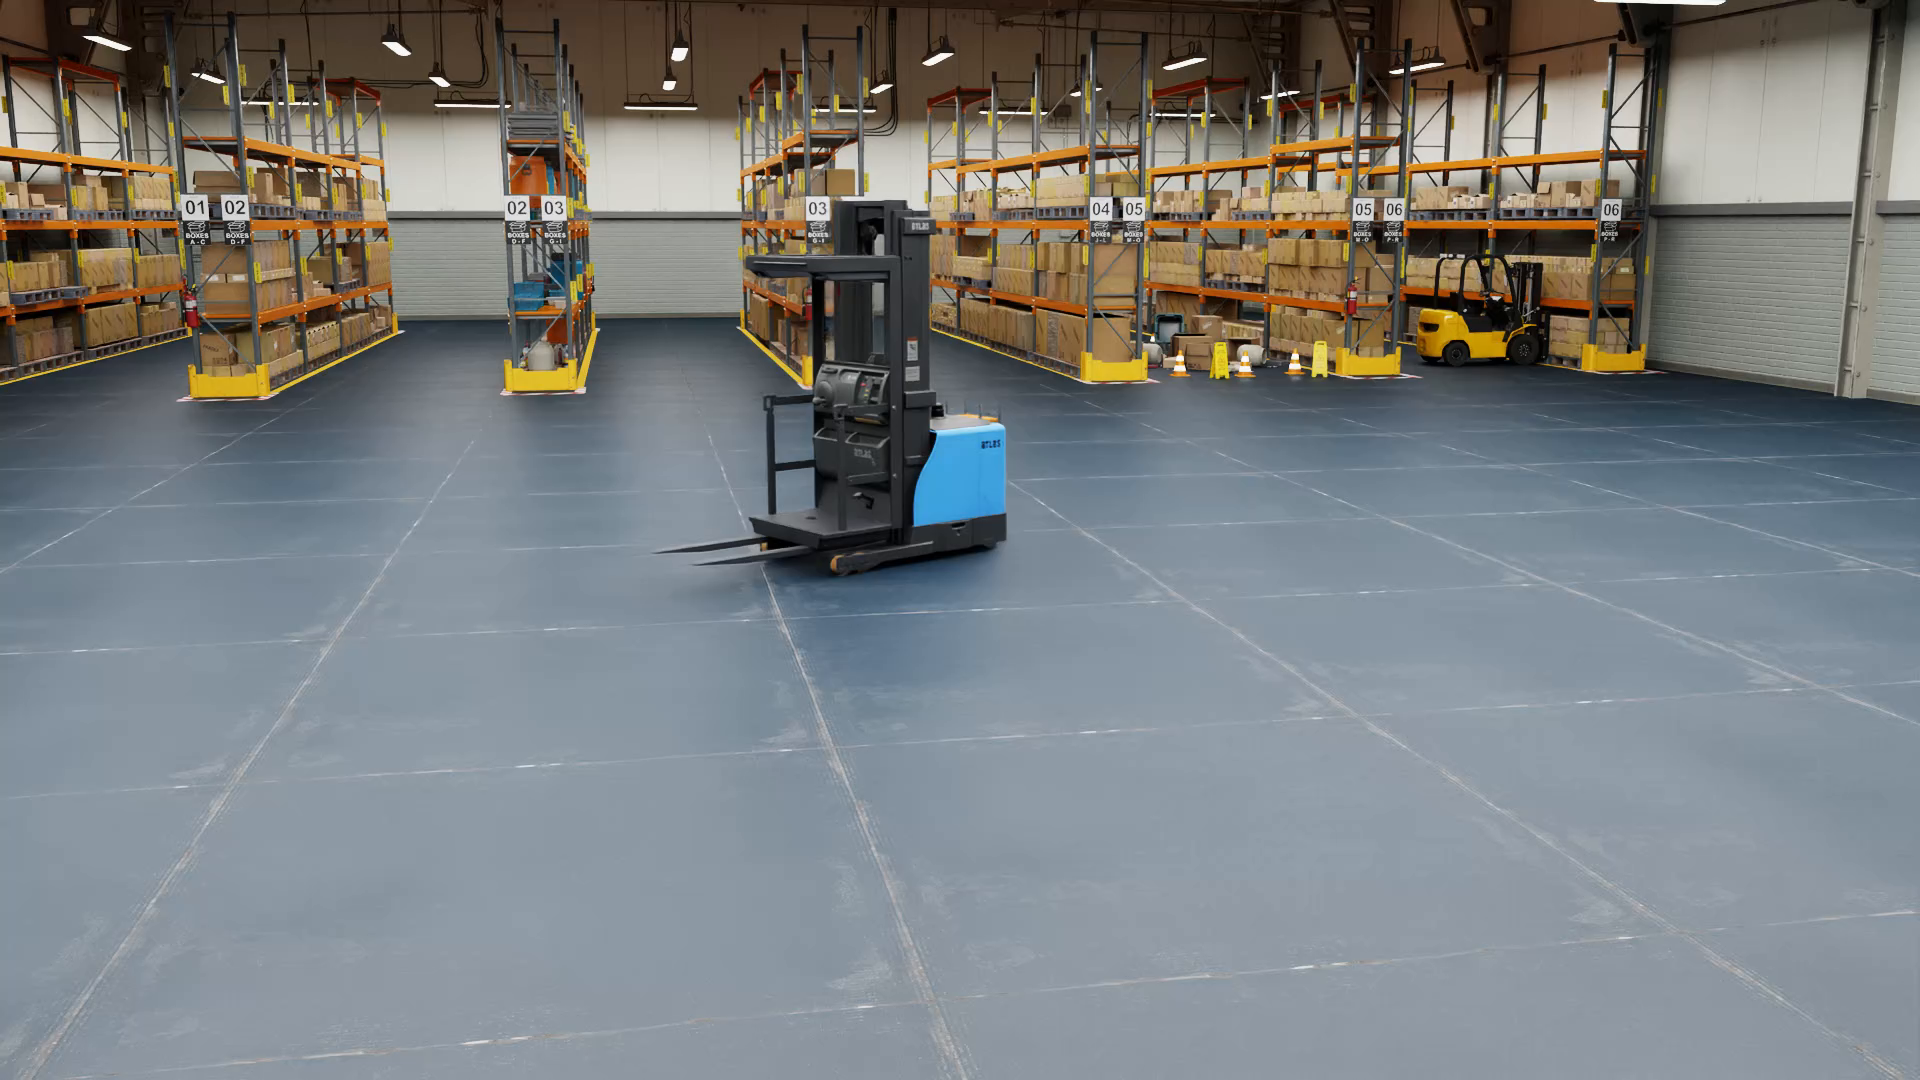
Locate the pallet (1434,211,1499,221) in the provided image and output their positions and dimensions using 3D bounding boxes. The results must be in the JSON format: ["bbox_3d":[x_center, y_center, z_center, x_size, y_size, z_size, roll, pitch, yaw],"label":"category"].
[{"bbox_3d":[11.339,-7.245,37.220,1.003,0.211,1.213,-2,11,-8],"label":"pallet"}]

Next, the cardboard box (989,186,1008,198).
[{"bbox_3d":[0.862,-7.774,37.181,0.396,0.266,0.258,-2,11,-11],"label":"cardboard box"}]

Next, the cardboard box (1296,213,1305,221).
[{"bbox_3d":[6.794,-6.320,32.528,0.380,0.149,0.250,-2,11,-12],"label":"cardboard box"}]

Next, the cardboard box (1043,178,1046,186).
[{"bbox_3d":[1.810,-6.902,32.062,0.380,0.149,0.250,-2,11,-12],"label":"cardboard box"}]

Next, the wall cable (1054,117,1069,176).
[{"bbox_3d":[3.092,-11.456,50.820,0.463,3.000,0.029,-2,11,-11],"label":"wall cable"}]

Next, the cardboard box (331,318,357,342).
[{"bbox_3d":[-13.416,-4.559,36.136,0.500,0.500,0.500,-2,11,-12],"label":"cardboard box"}]

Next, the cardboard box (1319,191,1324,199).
[{"bbox_3d":[7.087,-6.572,31.721,0.380,0.149,0.250,-2,11,-13],"label":"cardboard box"}]

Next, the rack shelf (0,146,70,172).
[{"bbox_3d":[-17.877,-7.139,31.129,1.077,0.370,4.000,-2,11,-11],"label":"rack shelf"}]

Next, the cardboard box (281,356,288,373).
[{"bbox_3d":[-12.028,-3.059,28.977,0.500,0.250,0.500,-2,11,-11],"label":"cardboard box"}]

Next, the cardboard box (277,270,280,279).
[{"bbox_3d":[-12.121,-4.648,29.093,0.380,0.149,0.250,-2,11,-9],"label":"cardboard box"}]

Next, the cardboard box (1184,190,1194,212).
[{"bbox_3d":[5.652,-7.913,38.834,0.700,0.500,0.500,-3,11,-14],"label":"cardboard box"}]

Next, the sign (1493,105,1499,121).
[{"bbox_3d":[11.147,-8.880,34.572,0.100,0.325,0.005,-2,11,-11],"label":"sign"}]

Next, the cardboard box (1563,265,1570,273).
[{"bbox_3d":[12.006,-5.286,32.442,0.380,0.149,0.250,-2,11,-11],"label":"cardboard box"}]

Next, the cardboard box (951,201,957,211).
[{"bbox_3d":[0.078,-8.265,41.139,0.500,0.250,0.500,-3,11,-14],"label":"cardboard box"}]

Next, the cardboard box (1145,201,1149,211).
[{"bbox_3d":[4.815,-8.511,42.337,0.396,0.266,0.258,-2,11,-9],"label":"cardboard box"}]

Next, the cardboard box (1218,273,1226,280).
[{"bbox_3d":[5.975,-5.869,37.060,0.380,0.149,0.250,-2,11,-11],"label":"cardboard box"}]

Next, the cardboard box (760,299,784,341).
[{"bbox_3d":[-3.804,-4.939,37.180,1.225,0.875,0.875,-3,11,-14],"label":"cardboard box"}]

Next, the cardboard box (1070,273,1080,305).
[{"bbox_3d":[2.506,-4.583,30.354,0.875,0.550,0.550,-2,11,-11],"label":"cardboard box"}]

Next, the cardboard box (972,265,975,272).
[{"bbox_3d":[0.497,-6.257,38.299,0.380,0.149,0.250,-2,11,-11],"label":"cardboard box"}]

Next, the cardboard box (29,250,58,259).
[{"bbox_3d":[-18.609,-5.755,33.791,0.500,0.250,0.500,-2,11,-9],"label":"cardboard box"}]

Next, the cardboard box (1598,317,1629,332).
[{"bbox_3d":[12.547,-4.165,32.112,0.500,0.250,0.500,-2,11,-12],"label":"cardboard box"}]

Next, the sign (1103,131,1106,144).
[{"bbox_3d":[3.929,-10.941,45.191,0.100,0.325,0.005,-2,11,-11],"label":"sign"}]

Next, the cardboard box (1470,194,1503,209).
[{"bbox_3d":[11.297,-7.266,35.673,0.500,0.311,0.500,-2,11,-13],"label":"cardboard box"}]

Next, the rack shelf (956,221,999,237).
[{"bbox_3d":[0.806,-7.297,38.916,1.077,0.370,4.000,-2,11,-11],"label":"rack shelf"}]

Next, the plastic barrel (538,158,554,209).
[{"bbox_3d":[-7.682,-6.475,30.205,0.600,0.901,0.708,-2,11,-11],"label":"plastic barrel"}]

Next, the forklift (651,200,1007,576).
[{"bbox_3d":[-1.051,-1.265,13.505,3.031,2.935,1.130,-9,14,-39],"label":"forklift"}]

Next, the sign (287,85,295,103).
[{"bbox_3d":[-12.081,-8.055,30.028,0.100,0.325,0.005,-2,11,-11],"label":"sign"}]

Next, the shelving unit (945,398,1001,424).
[{"bbox_3d":[0.115,-0.641,14.856,0.258,1.200,0.503,-8,14,-37],"label":"shelving unit"}]

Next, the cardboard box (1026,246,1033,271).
[{"bbox_3d":[1.769,-5.802,34.217,0.700,0.500,0.500,-2,11,-12],"label":"cardboard box"}]

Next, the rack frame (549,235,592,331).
[{"bbox_3d":[-10.104,-6.936,43.114,1.000,3.000,0.127,-2,11,-11],"label":"rack frame"}]

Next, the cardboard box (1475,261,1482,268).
[{"bbox_3d":[11.325,-5.926,35.805,0.380,0.149,0.250,-2,11,-12],"label":"cardboard box"}]

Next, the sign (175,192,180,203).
[{"bbox_3d":[-19.287,-8.462,40.956,0.100,0.325,0.005,-2,11,-11],"label":"sign"}]

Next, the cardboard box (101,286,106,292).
[{"bbox_3d":[-18.412,-5.344,35.372,0.380,0.149,0.250,-2,11,-11],"label":"cardboard box"}]

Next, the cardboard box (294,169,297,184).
[{"bbox_3d":[-12.844,-6.748,31.379,0.500,0.500,0.500,-1,11,-6],"label":"cardboard box"}]

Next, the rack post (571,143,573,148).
[{"bbox_3d":[-8.729,-8.510,35.542,0.954,0.300,0.937,-2,11,-11],"label":"rack post"}]

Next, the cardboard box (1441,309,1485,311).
[{"bbox_3d":[11.273,-4.872,37.499,0.875,0.625,0.625,-3,11,-13],"label":"cardboard box"}]

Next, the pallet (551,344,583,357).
[{"bbox_3d":[-8.436,-3.955,34.912,1.003,0.211,1.213,-2,11,-11],"label":"pallet"}]

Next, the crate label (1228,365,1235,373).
[{"bbox_3d":[5.001,-3.207,31.178,0.250,0.136,0.298,-9,14,-40],"label":"crate label"}]

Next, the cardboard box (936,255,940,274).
[{"bbox_3d":[-0.333,-7.193,43.403,0.500,0.500,0.500,-2,11,-10],"label":"cardboard box"}]

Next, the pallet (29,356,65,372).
[{"bbox_3d":[-17.882,-3.372,31.847,1.003,0.211,1.213,-2,11,-11],"label":"pallet"}]

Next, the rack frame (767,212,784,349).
[{"bbox_3d":[-3.690,-5.649,36.352,1.000,3.000,0.127,-2,11,-11],"label":"rack frame"}]

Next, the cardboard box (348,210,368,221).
[{"bbox_3d":[-14.037,-7.521,38.566,0.500,0.250,0.500,-2,11,-11],"label":"cardboard box"}]

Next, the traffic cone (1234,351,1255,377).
[{"bbox_3d":[5.215,-3.225,30.402,0.336,0.463,0.334,-2,11,-11],"label":"traffic cone"}]

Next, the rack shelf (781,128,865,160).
[{"bbox_3d":[-2.523,-7.140,30.077,1.077,0.370,4.000,-2,11,-11],"label":"rack shelf"}]

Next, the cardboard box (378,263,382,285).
[{"bbox_3d":[-14.316,-6.454,40.316,0.500,0.500,0.500,-2,11,-12],"label":"cardboard box"}]

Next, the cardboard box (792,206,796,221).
[{"bbox_3d":[-2.771,-5.938,30.252,0.500,0.250,0.500,-2,11,-12],"label":"cardboard box"}]

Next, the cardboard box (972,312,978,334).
[{"bbox_3d":[0.595,-5.092,38.988,0.500,0.500,0.500,-3,11,-14],"label":"cardboard box"}]

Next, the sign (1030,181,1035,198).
[{"bbox_3d":[1.443,-6.937,32.876,0.100,0.325,0.005,-2,11,-11],"label":"sign"}]

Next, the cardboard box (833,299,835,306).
[{"bbox_3d":[-2.088,-4.257,29.712,0.380,0.149,0.250,-2,11,-11],"label":"cardboard box"}]

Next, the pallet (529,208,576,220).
[{"bbox_3d":[-7.057,-5.537,28.250,1.003,0.211,1.213,-2,11,-11],"label":"pallet"}]

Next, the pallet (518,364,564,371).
[{"bbox_3d":[-7.440,-3.016,29.979,1.003,0.211,1.213,-2,11,-11],"label":"pallet"}]

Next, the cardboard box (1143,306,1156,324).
[{"bbox_3d":[5.236,-5.809,42.925,0.875,0.438,0.875,-2,11,-12],"label":"cardboard box"}]

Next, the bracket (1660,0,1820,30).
[{"bbox_3d":[13.441,-9.034,28.467,0.076,0.066,4.783,-2,11,-11],"label":"bracket"}]
